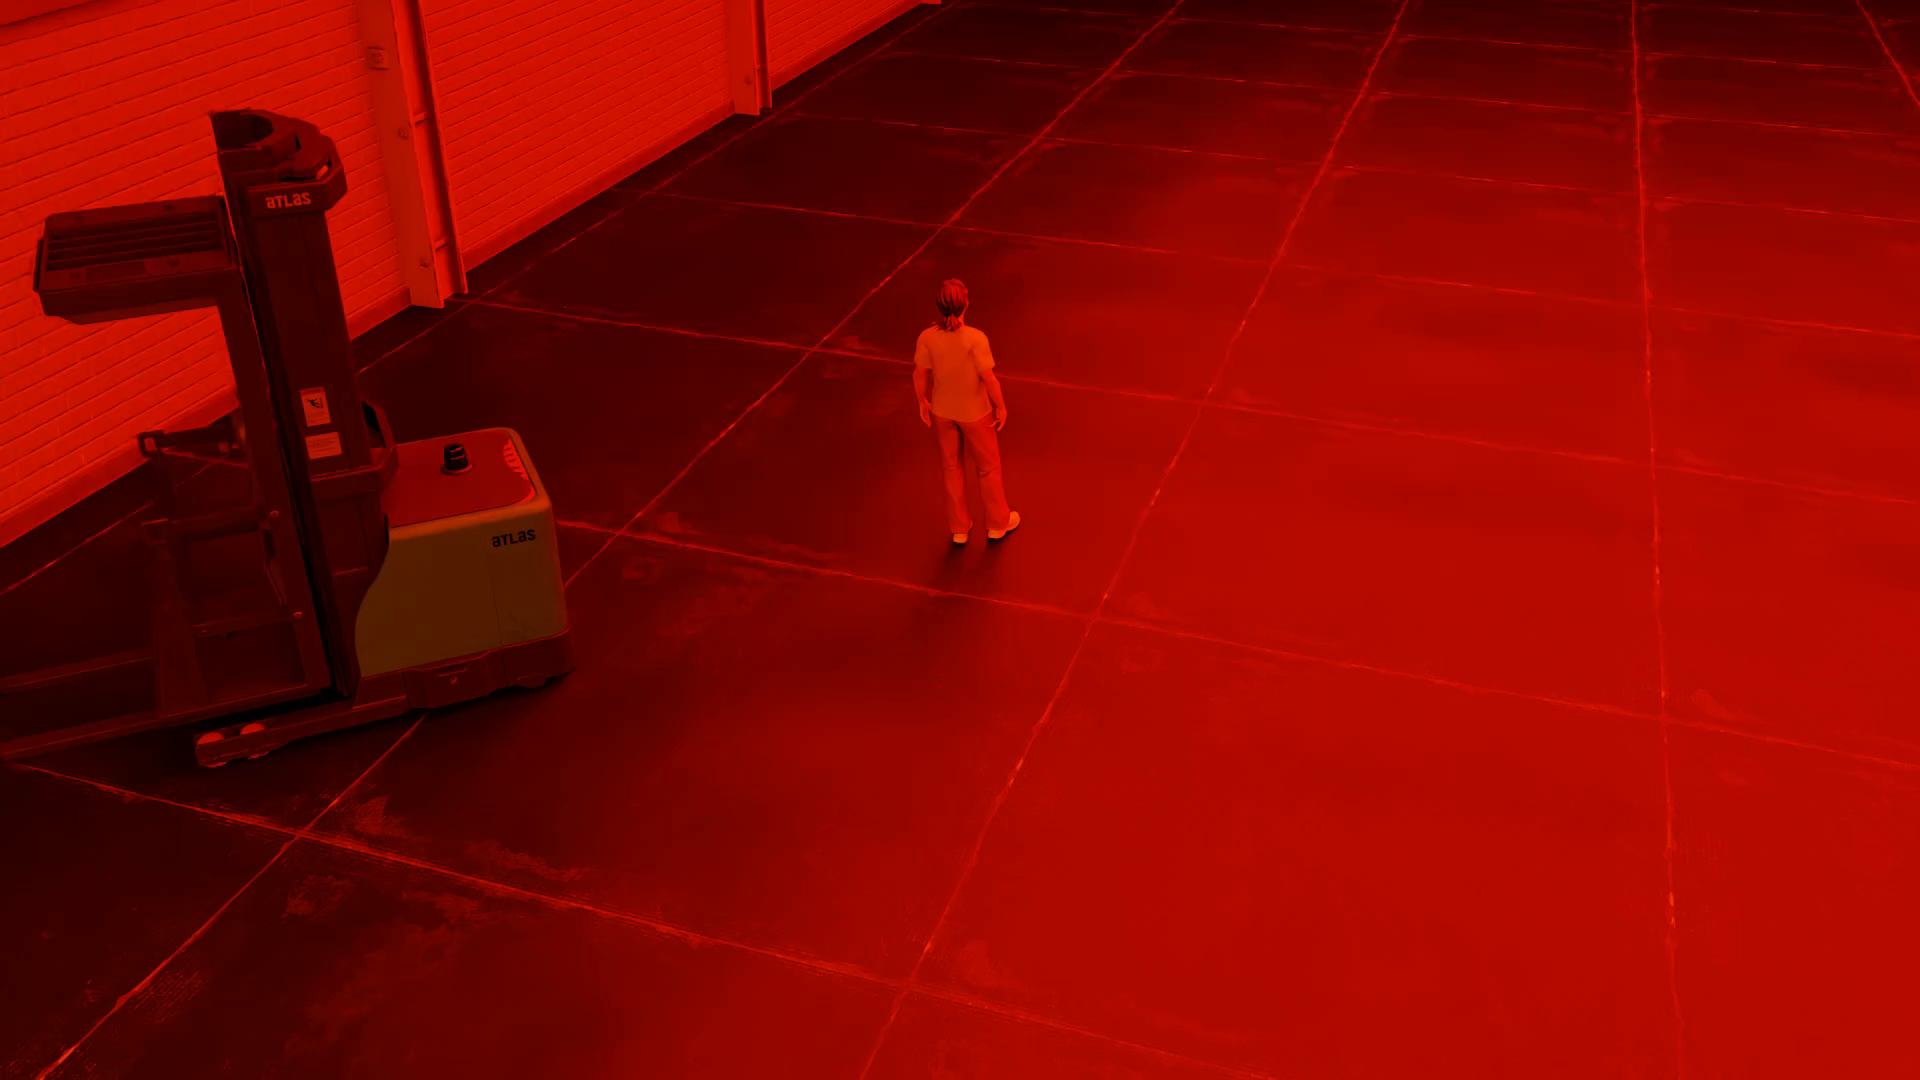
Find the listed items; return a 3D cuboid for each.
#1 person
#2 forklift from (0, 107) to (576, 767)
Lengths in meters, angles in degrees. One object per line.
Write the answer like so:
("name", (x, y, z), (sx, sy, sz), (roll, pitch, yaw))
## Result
("person", (0.034, -0.767, 9.735), (0.555, 1.675, 0.549), (10, 31, 16))
("forklift", (-3.595, -0.459, 7.941), (3.031, 2.935, 1.130), (-12, 32, -21))
